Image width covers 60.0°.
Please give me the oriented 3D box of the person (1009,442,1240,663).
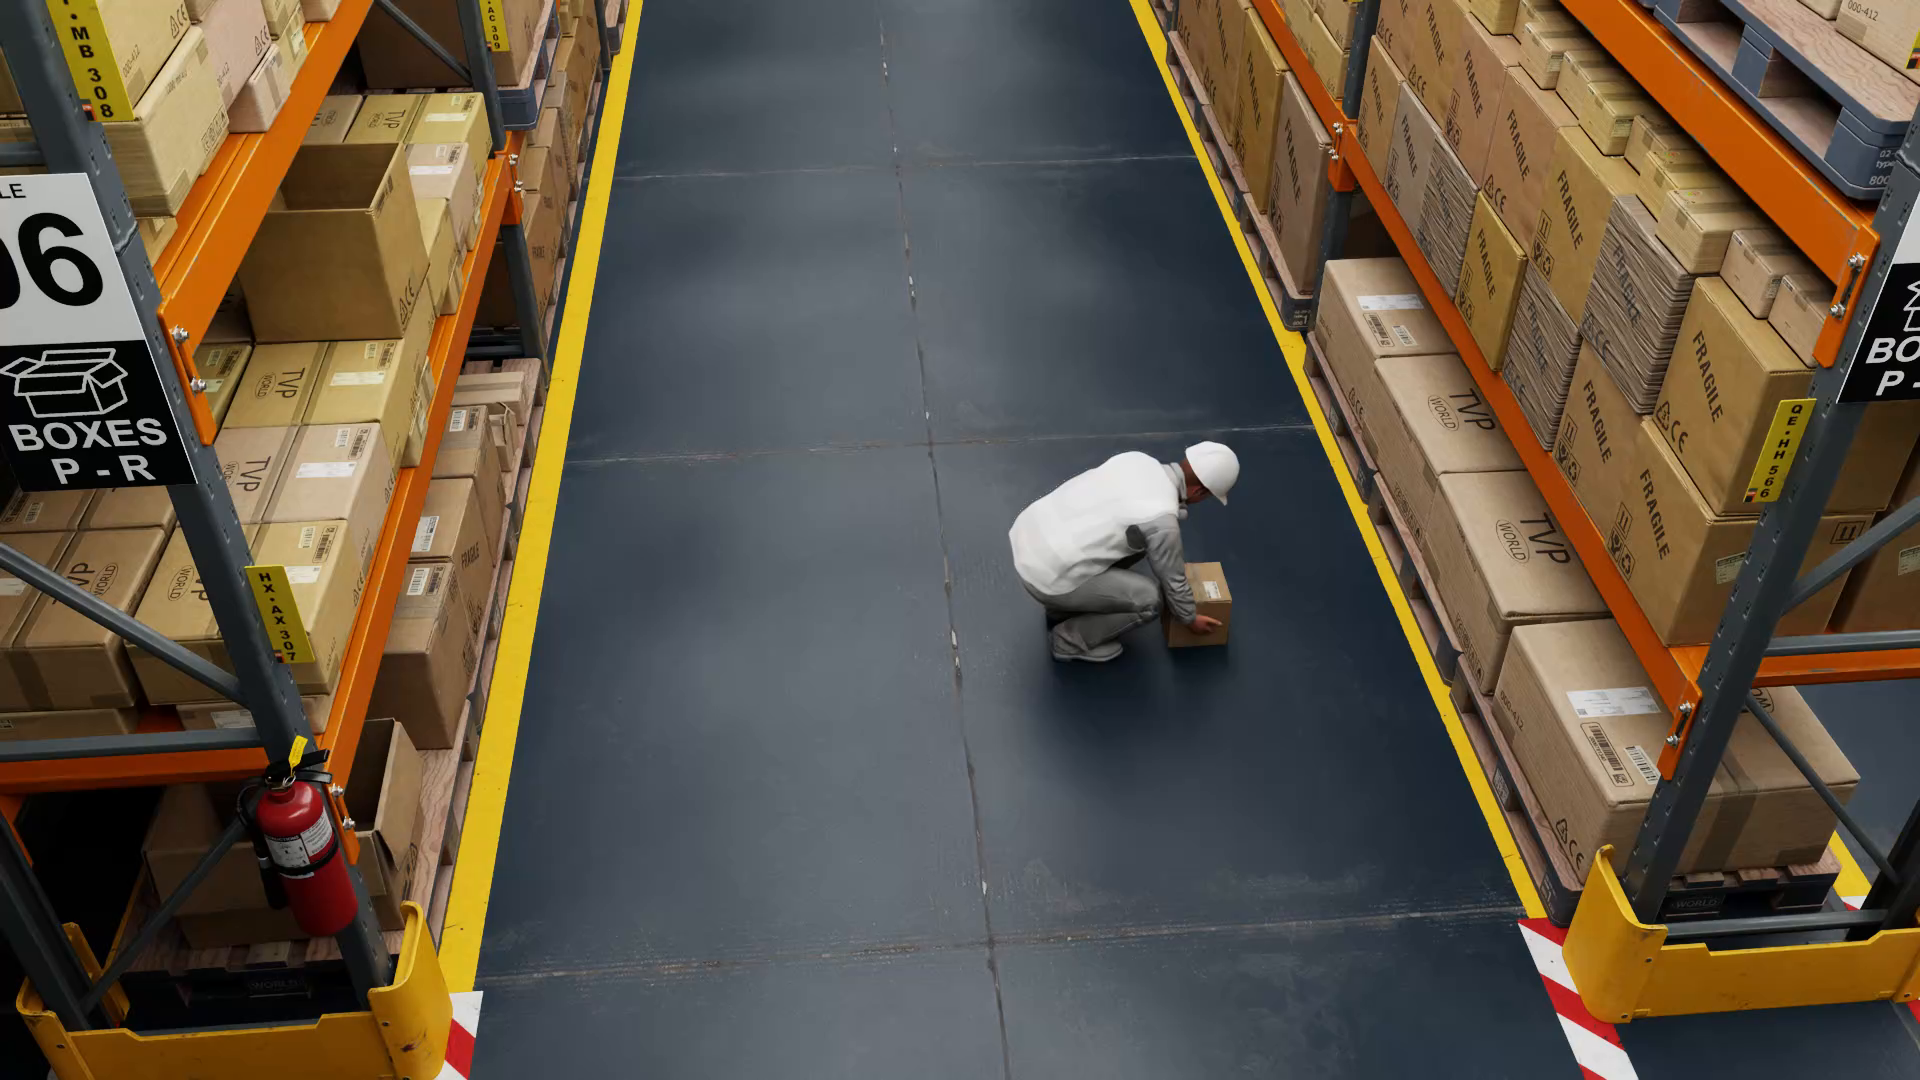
[{"bbox_3d":[0.664,0.028,6.798,0.916,0.903,0.533,-3,39,-4],"label":"person"}]
